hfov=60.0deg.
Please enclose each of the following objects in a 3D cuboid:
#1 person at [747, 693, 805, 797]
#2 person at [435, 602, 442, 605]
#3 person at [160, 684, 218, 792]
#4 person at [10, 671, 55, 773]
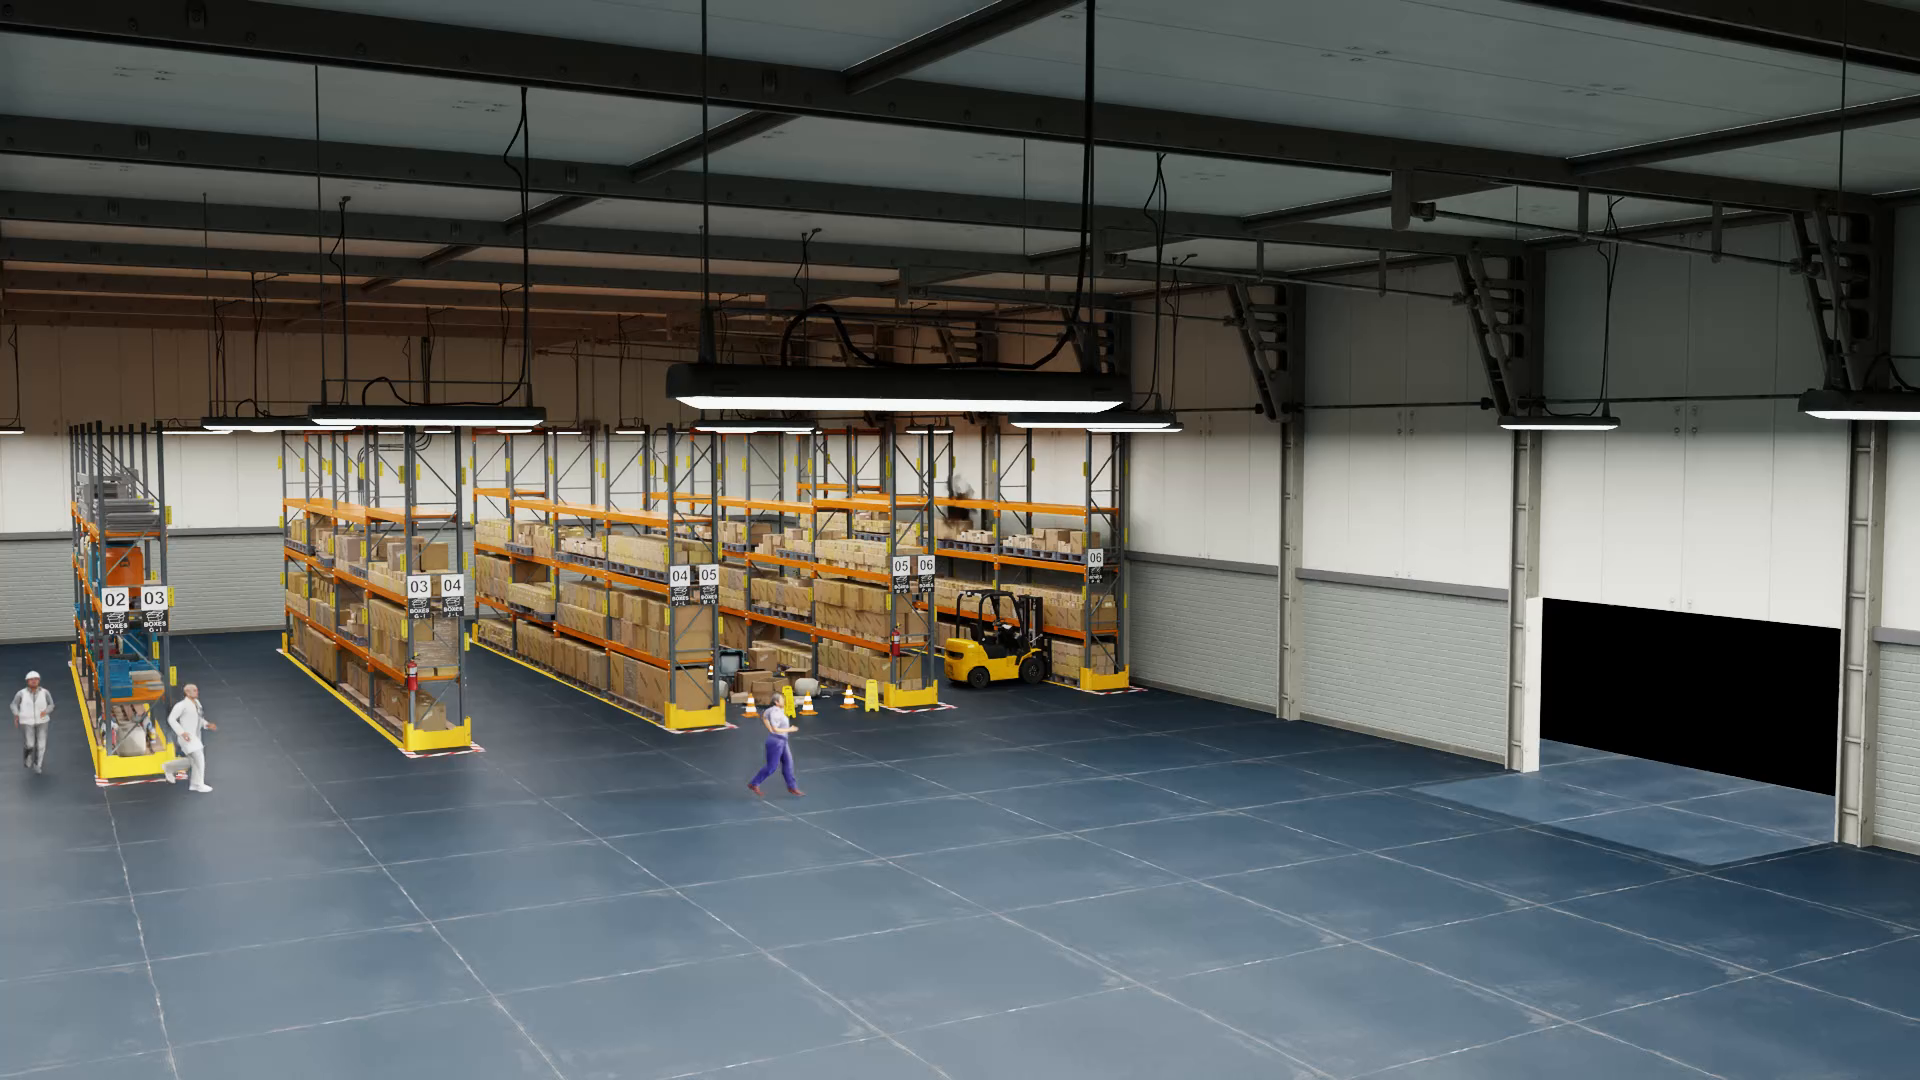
[{"bbox_3d":[-2.909,3.258,26.342,0.888,1.669,0.606,0,4,2],"label":"person"},{"bbox_3d":[-14.111,2.176,45.040,0.559,1.549,0.571,-2,4,-26],"label":"person"},{"bbox_3d":[-12.530,3.196,26.871,0.867,1.746,0.694,0,4,1],"label":"person"},{"bbox_3d":[-15.756,3.108,28.296,0.650,1.732,0.566,-3,4,-36],"label":"person"}]
